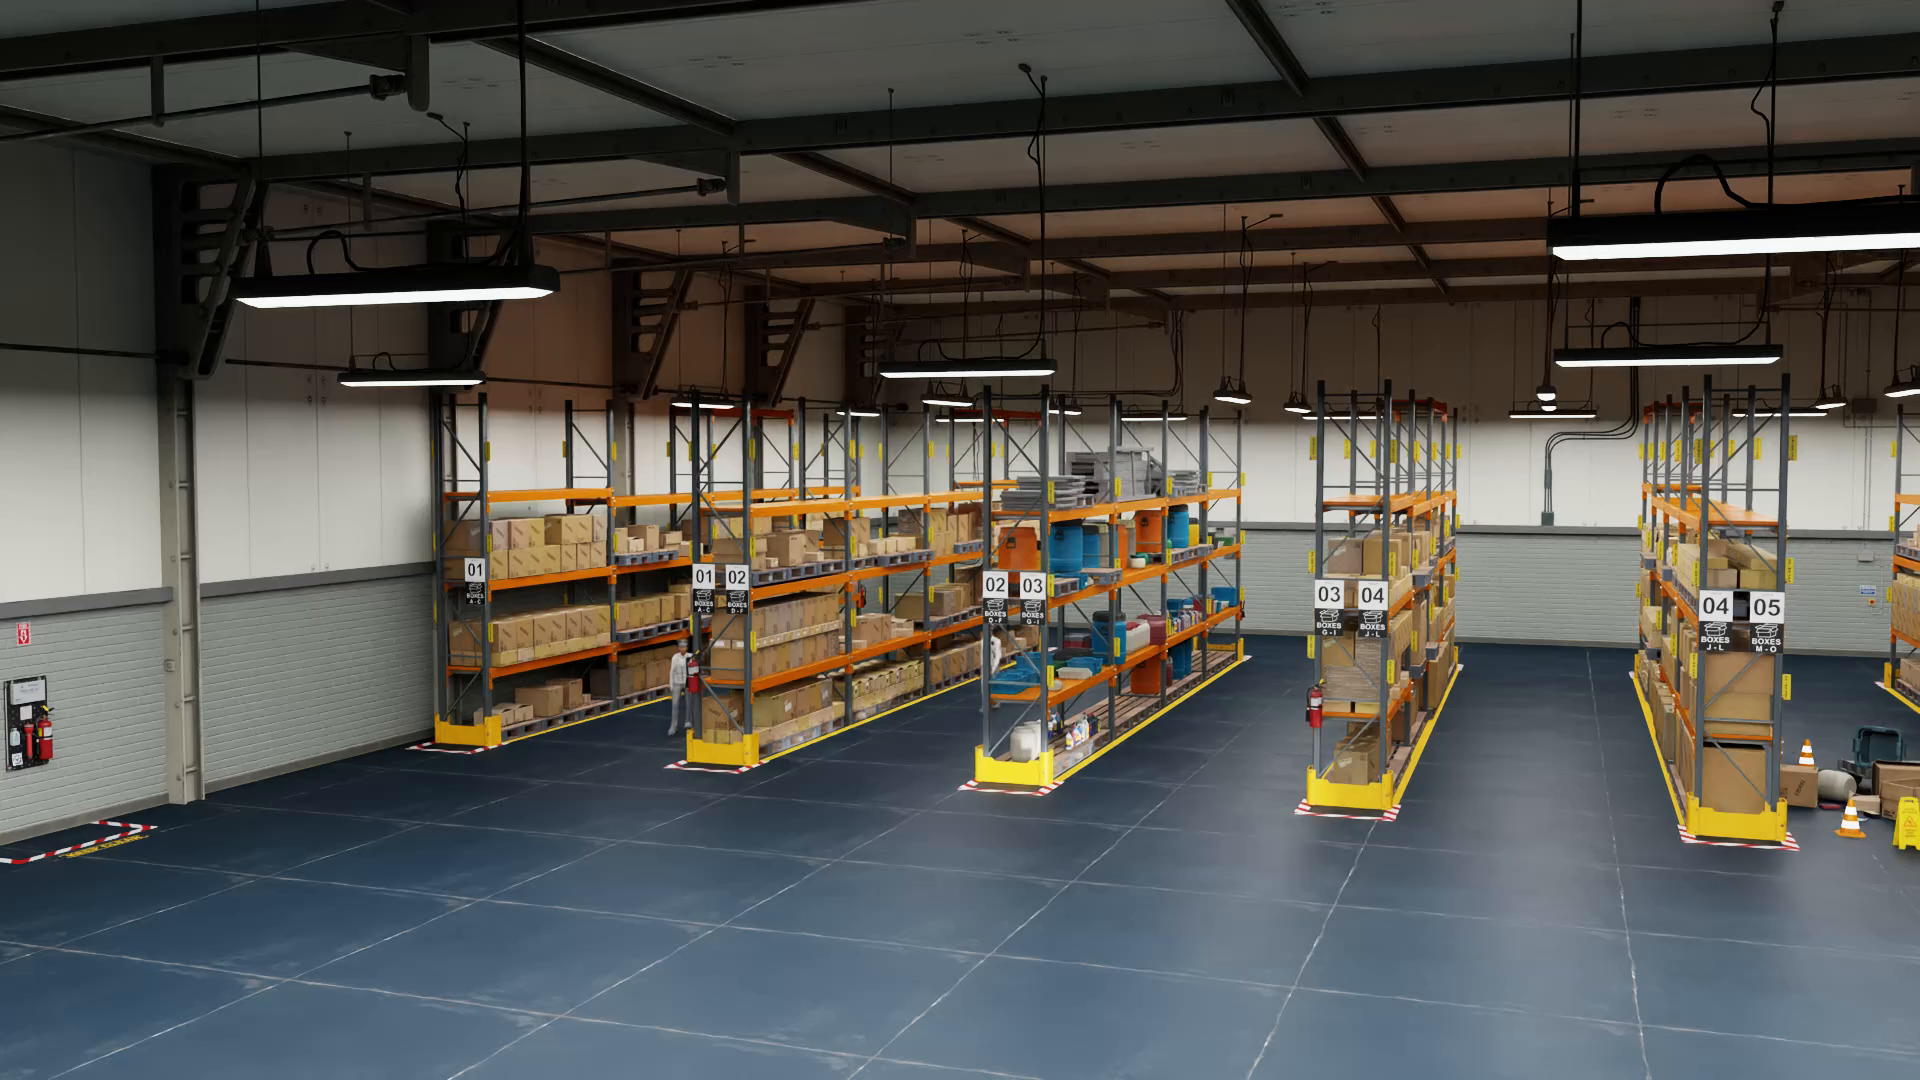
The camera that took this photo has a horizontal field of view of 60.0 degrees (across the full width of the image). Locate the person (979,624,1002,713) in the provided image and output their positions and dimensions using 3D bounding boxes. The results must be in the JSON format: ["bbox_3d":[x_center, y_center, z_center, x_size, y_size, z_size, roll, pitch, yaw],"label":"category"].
[{"bbox_3d":[0.570,2.473,32.169,0.510,1.709,0.724,2,3,26],"label":"person"}]

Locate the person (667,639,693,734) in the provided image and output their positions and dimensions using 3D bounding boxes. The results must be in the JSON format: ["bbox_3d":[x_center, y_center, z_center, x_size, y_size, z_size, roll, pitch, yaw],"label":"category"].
[{"bbox_3d":[-4.946,2.580,29.675,0.512,1.642,0.876,0,3,-6],"label":"person"}]
